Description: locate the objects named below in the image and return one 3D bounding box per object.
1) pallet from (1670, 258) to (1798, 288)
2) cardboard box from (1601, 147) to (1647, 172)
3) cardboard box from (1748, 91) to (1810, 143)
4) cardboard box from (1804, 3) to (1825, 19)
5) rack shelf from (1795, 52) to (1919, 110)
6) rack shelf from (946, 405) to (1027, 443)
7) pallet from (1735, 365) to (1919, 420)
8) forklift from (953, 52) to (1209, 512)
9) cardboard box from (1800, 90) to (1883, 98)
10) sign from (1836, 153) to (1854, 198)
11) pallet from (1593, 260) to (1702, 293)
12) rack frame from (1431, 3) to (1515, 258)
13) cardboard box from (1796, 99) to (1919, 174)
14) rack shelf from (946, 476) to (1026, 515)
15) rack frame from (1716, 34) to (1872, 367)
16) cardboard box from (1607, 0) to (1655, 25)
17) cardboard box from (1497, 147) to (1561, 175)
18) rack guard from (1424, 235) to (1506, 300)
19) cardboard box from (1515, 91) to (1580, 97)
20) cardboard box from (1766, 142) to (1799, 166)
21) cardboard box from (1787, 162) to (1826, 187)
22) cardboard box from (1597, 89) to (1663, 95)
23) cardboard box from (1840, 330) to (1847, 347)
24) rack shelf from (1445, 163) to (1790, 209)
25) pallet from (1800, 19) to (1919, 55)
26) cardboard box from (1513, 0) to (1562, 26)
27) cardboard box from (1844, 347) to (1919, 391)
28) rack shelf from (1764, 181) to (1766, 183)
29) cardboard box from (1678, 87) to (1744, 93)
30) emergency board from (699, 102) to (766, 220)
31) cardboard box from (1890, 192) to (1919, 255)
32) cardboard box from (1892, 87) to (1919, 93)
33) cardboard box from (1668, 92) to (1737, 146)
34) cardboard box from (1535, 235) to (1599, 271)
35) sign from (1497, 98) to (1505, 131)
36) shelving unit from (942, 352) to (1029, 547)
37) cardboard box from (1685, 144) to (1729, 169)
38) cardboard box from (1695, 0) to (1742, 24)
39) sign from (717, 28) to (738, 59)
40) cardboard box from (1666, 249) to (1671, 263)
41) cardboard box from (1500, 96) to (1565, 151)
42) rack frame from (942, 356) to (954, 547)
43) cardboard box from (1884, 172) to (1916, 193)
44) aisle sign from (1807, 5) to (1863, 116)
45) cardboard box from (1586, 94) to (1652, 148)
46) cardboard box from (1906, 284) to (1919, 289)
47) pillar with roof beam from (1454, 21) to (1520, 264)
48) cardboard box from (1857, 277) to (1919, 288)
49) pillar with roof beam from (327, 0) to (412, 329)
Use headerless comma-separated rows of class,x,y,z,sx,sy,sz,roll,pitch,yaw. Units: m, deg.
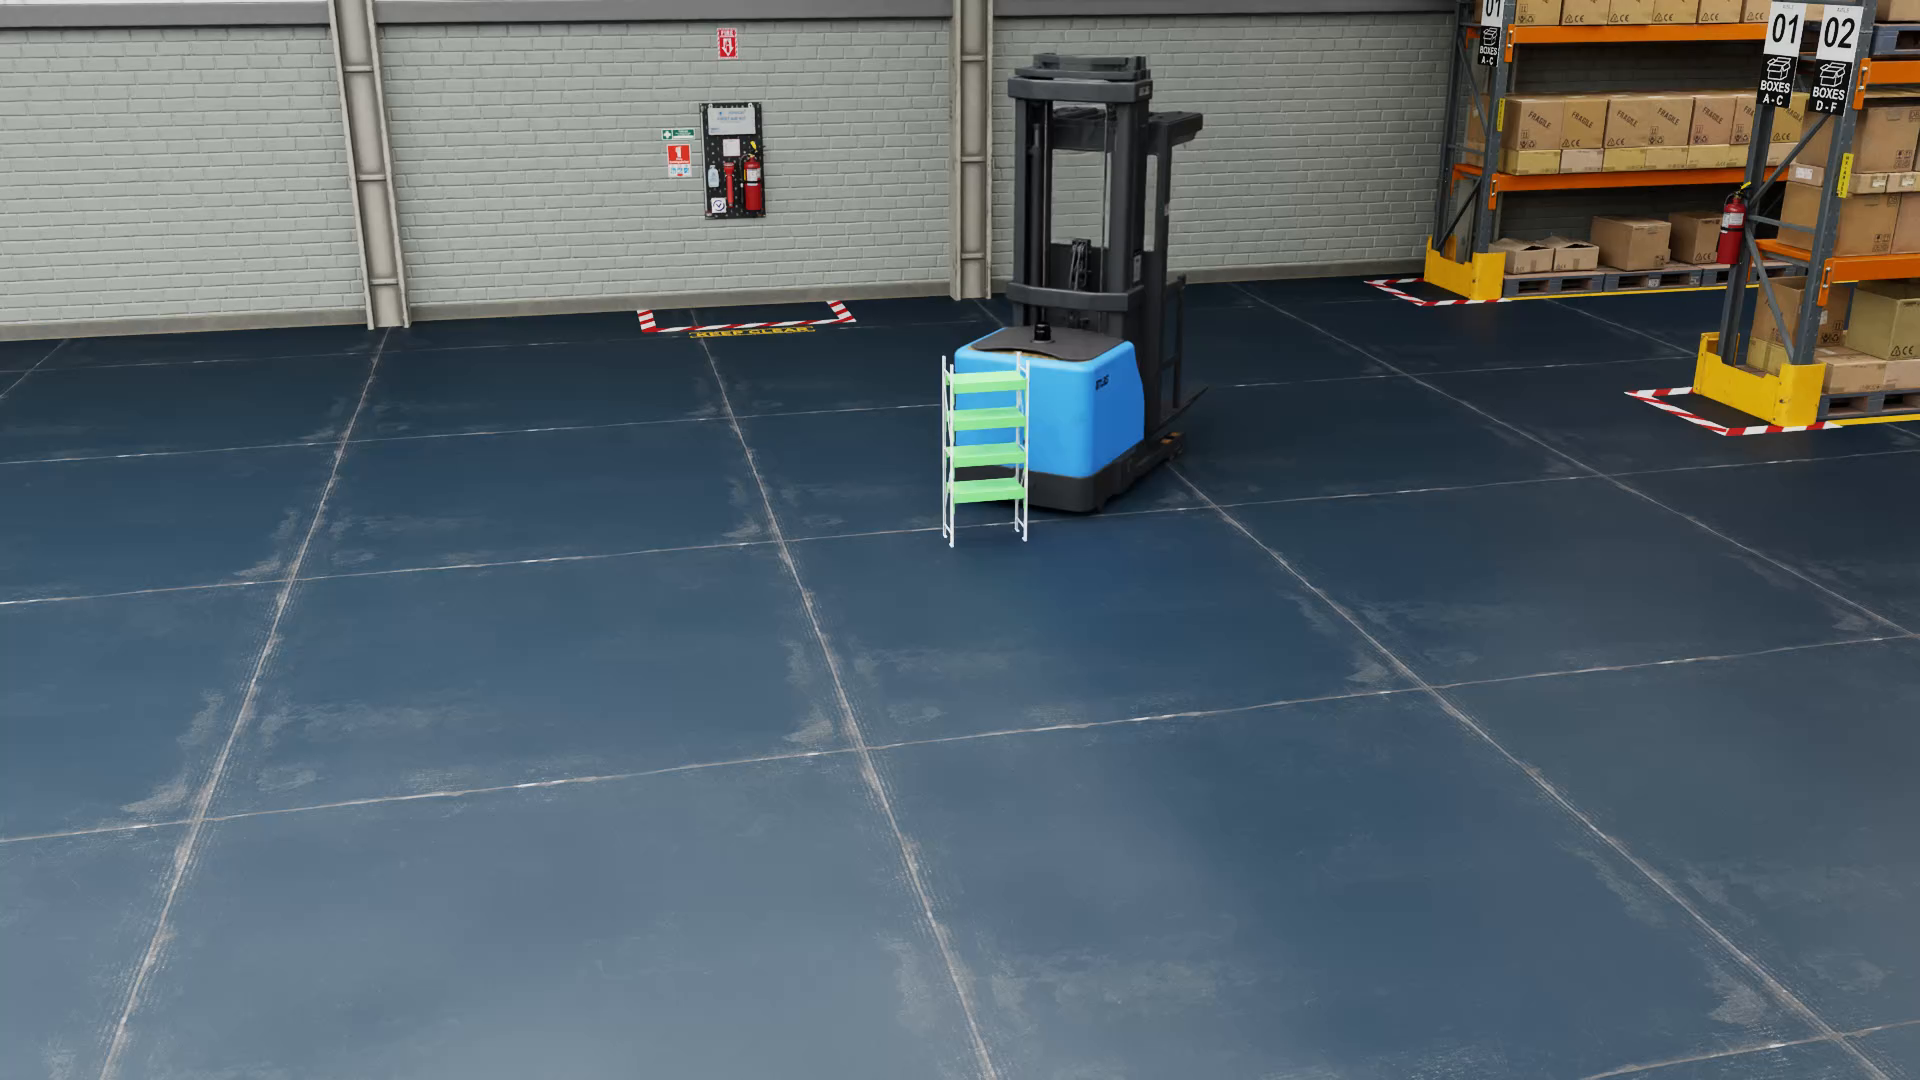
pallet,8.715,-3.117,19.017,1.213,0.211,1.003,-5,21,-12
cardboard box,7.015,-4.130,17.918,0.500,0.250,0.500,-5,21,-13
cardboard box,8.972,-4.641,18.223,0.500,0.500,0.500,-5,21,-13
cardboard box,8.924,-5.833,17.842,0.500,0.500,0.500,-4,21,-11
rack shelf,8.558,-3.746,13.364,4.000,0.370,1.077,-5,21,-12
rack shelf,0.161,-0.742,10.583,0.480,0.148,0.258,-5,21,-12
pallet,7.346,-1.282,14.008,1.213,0.211,1.003,-5,21,-12
forklift,1.061,-2.028,12.091,1.130,2.935,3.031,10,22,25
cardboard box,9.864,-4.774,18.701,0.500,0.500,0.700,-5,21,-12
sign,6.734,-2.774,12.654,0.005,0.325,0.100,-5,21,-12
pallet,7.526,-3.019,18.750,1.213,0.211,1.003,-5,21,-12
rack frame,5.468,-4.175,17.850,0.127,3.000,1.000,-5,21,-12
cardboard box,7.120,-3.210,13.185,0.500,0.500,0.700,-5,21,-12
rack shelf,0.161,-0.291,10.749,0.480,0.148,0.258,-5,21,-12
rack frame,6.612,-2.517,13.324,0.127,3.000,1.000,-5,21,-12
cardboard box,6.886,-5.655,17.357,0.500,0.500,0.500,-4,20,-10
cardboard box,6.016,-4.046,17.688,0.500,0.250,0.500,-5,21,-14
rack guard,5.542,-3.007,18.297,0.348,0.500,1.175,-5,21,-12
cardboard box,6.370,-4.611,18.140,0.500,0.500,0.500,-4,21,-12
cardboard box,8.970,-4.291,18.358,0.500,0.250,0.500,-5,21,-12
cardboard box,6.940,-2.962,13.452,0.250,0.149,0.380,-5,21,-13
cardboard box,7.362,-4.693,18.364,0.500,0.500,0.500,-4,21,-12
cardboard box,7.549,-1.608,14.230,0.500,0.250,0.500,-5,21,-12
rack shelf,7.415,-3.995,18.406,4.000,0.370,1.077,-5,21,-12
pallet,7.306,-3.931,12.953,1.213,0.211,1.003,-5,21,-12
cardboard box,5.851,-5.582,17.157,0.500,0.500,0.500,-4,21,-11
cardboard box,7.671,-1.432,13.749,0.500,0.250,0.500,-5,21,-12
rack shelf,11.307,-4.312,19.270,4.000,0.370,1.077,-5,21,-12
cardboard box,8.351,-4.775,18.589,0.500,0.500,0.500,-5,21,-13
emergency board,-2.302,-3.862,16.996,0.643,1.169,0.194,-5,21,-12
cardboard box,7.579,-2.640,13.514,0.500,0.500,0.700,-4,21,-11
cardboard box,11.043,-4.878,18.986,0.500,0.500,0.700,-2,20,-5
cardboard box,7.995,-4.564,18.011,0.500,0.500,0.500,-5,21,-14
cardboard box,6.717,-3.189,18.428,0.500,0.311,0.500,-3,20,-8
sign,5.593,-4.400,17.206,0.005,0.325,0.100,-5,21,-12
shelving unit,0.161,-0.576,10.644,0.503,1.200,0.258,-5,21,-12
cardboard box,7.997,-4.210,18.135,0.500,0.250,0.500,-5,21,-13
cardboard box,7.901,-5.741,17.591,0.500,0.500,0.500,-5,21,-15
sign,-2.333,-4.983,16.687,0.199,0.298,0.001,-5,21,-12
cardboard box,7.800,-3.239,18.802,0.250,0.149,0.380,-6,21,-17
cardboard box,6.002,-4.403,17.572,0.500,0.500,0.500,-5,21,-12
rack frame,-0.076,-0.557,10.591,0.015,1.200,0.240,-5,21,-12
cardboard box,7.299,-2.849,13.143,0.250,0.149,0.380,-5,21,-14
aisle sign,6.618,-3.630,12.583,0.004,0.787,0.394,-5,21,-12
cardboard box,6.989,-4.478,17.776,0.500,0.500,0.500,-5,21,-14
cardboard box,8.155,-1.827,13.738,0.500,0.500,0.500,-5,21,-12
pillar with roof beam,6.941,-5.896,13.826,0.400,9.000,9.100,-5,21,-12
cardboard box,8.035,-2.001,14.213,0.500,0.500,0.500,-5,21,-12
pillar with roof beam,-4.737,-4.946,11.233,0.400,9.000,9.100,-5,21,-12
